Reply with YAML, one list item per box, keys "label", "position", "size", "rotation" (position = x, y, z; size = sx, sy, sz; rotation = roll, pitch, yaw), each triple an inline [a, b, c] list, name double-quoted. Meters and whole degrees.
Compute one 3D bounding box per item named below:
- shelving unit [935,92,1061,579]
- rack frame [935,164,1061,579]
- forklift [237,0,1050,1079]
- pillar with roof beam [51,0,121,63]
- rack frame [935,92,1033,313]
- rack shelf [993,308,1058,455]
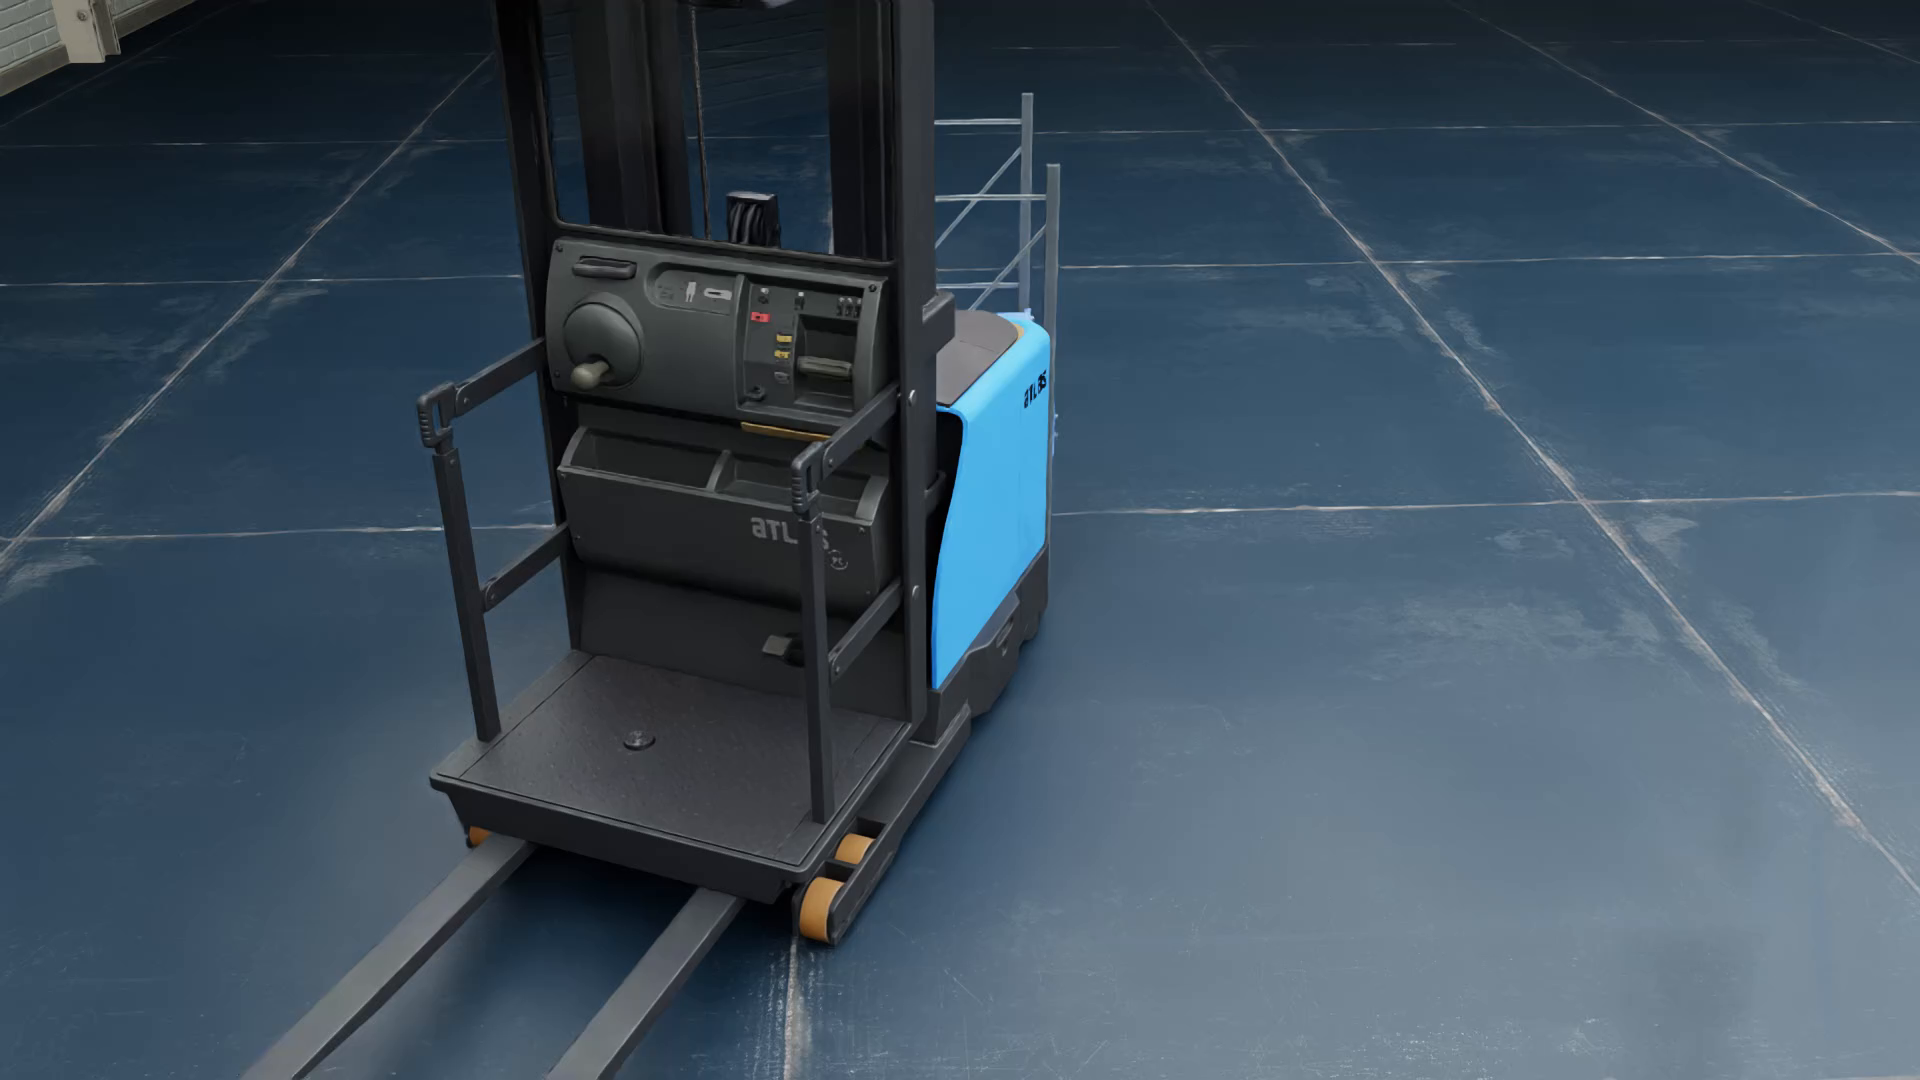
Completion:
- label: "shelving unit"
  position: [0.046, -0.760, 6.085]
  size: [0.538, 1.500, 1.048]
  rotation: [-1, 28, -2]
- label: "rack frame"
  position: [0.069, -0.525, 5.635]
  size: [0.500, 1.500, 0.032]
  rotation: [-1, 28, -2]
- label: "forklift"
  position: [-0.706, -0.485, 4.011]
  size: [1.130, 2.935, 3.031]
  rotation: [10, 29, 19]
- label: "pillar with roof beam"
  position: [-3.030, -8.174, 12.190]
  size: [9.100, 9.000, 0.400]
  rotation: [-1, 28, -3]
- label: "rack frame"
  position: [0.023, -0.995, 6.536]
  size: [0.500, 1.500, 0.032]
  rotation: [-1, 28, -2]
- label: "rack shelf"
  position: [0.046, -0.600, 6.168]
  size: [0.538, 0.185, 1.000]
  rotation: [-1, 28, -2]
